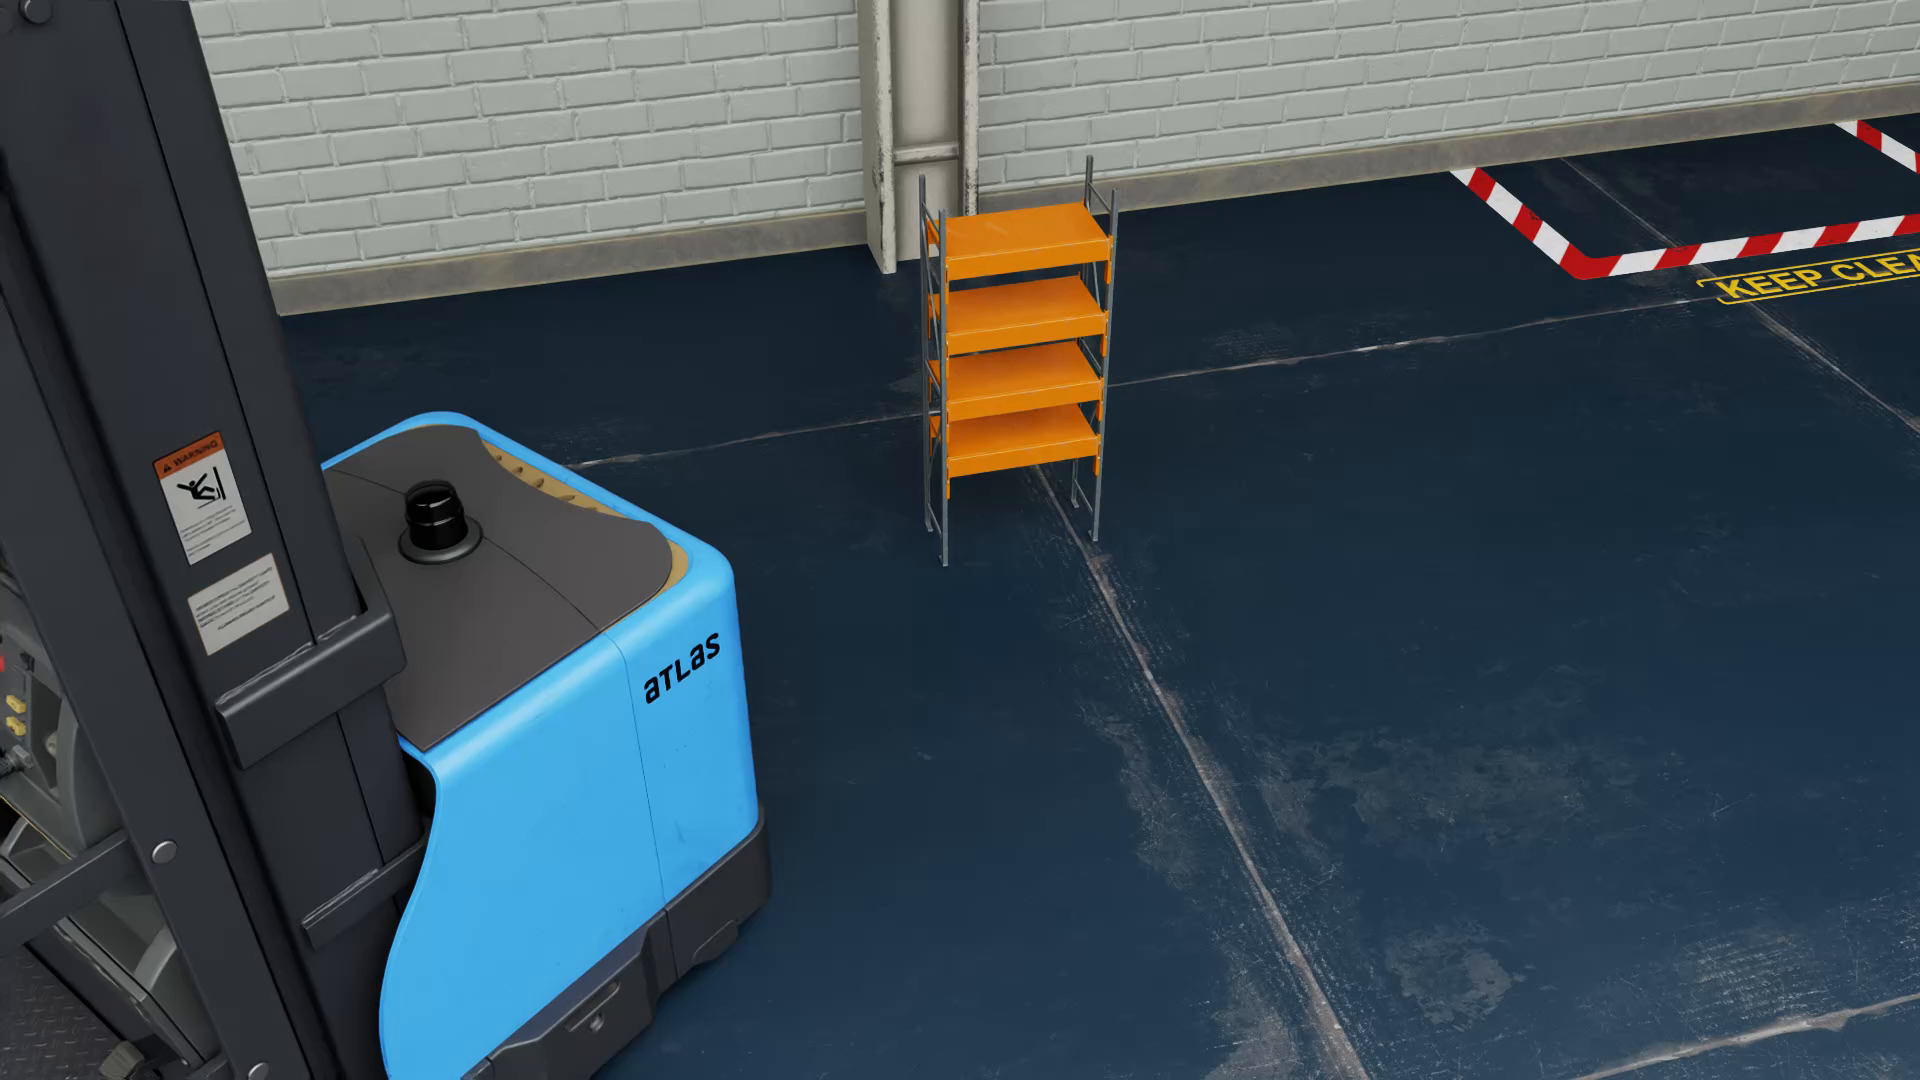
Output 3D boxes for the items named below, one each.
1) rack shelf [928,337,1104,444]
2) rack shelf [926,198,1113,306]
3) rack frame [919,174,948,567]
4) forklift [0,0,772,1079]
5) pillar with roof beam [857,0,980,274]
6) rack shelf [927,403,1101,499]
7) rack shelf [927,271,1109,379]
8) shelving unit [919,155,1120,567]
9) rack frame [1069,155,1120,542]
[{"bbox_3d":[0.160,-0.449,4.961,0.480,0.148,0.258,-9,38,-12],"label":"rack shelf"},{"bbox_3d":[0.160,-0.815,4.681,0.480,0.148,0.258,-9,38,-12],"label":"rack shelf"},{"bbox_3d":[-0.076,-0.464,4.869,0.015,1.200,0.240,-9,38,-12],"label":"rack frame"},{"bbox_3d":[-1.763,0.246,2.517,1.130,2.935,3.031,26,44,29],"label":"forklift"},{"bbox_3d":[0.965,-2.233,0.762,0.400,9.000,9.100,-9,38,-12],"label":"pillar with roof beam"},{"bbox_3d":[0.160,-0.292,5.081,0.480,0.148,0.258,-9,38,-12],"label":"rack shelf"},{"bbox_3d":[0.160,-0.627,4.825,0.480,0.148,0.258,-9,38,-12],"label":"rack shelf"},{"bbox_3d":[0.160,-0.503,4.920,0.503,1.200,0.258,-9,38,-12],"label":"shelving unit"},{"bbox_3d":[0.395,-0.541,4.970,0.015,1.200,0.240,-9,38,-12],"label":"rack frame"}]
